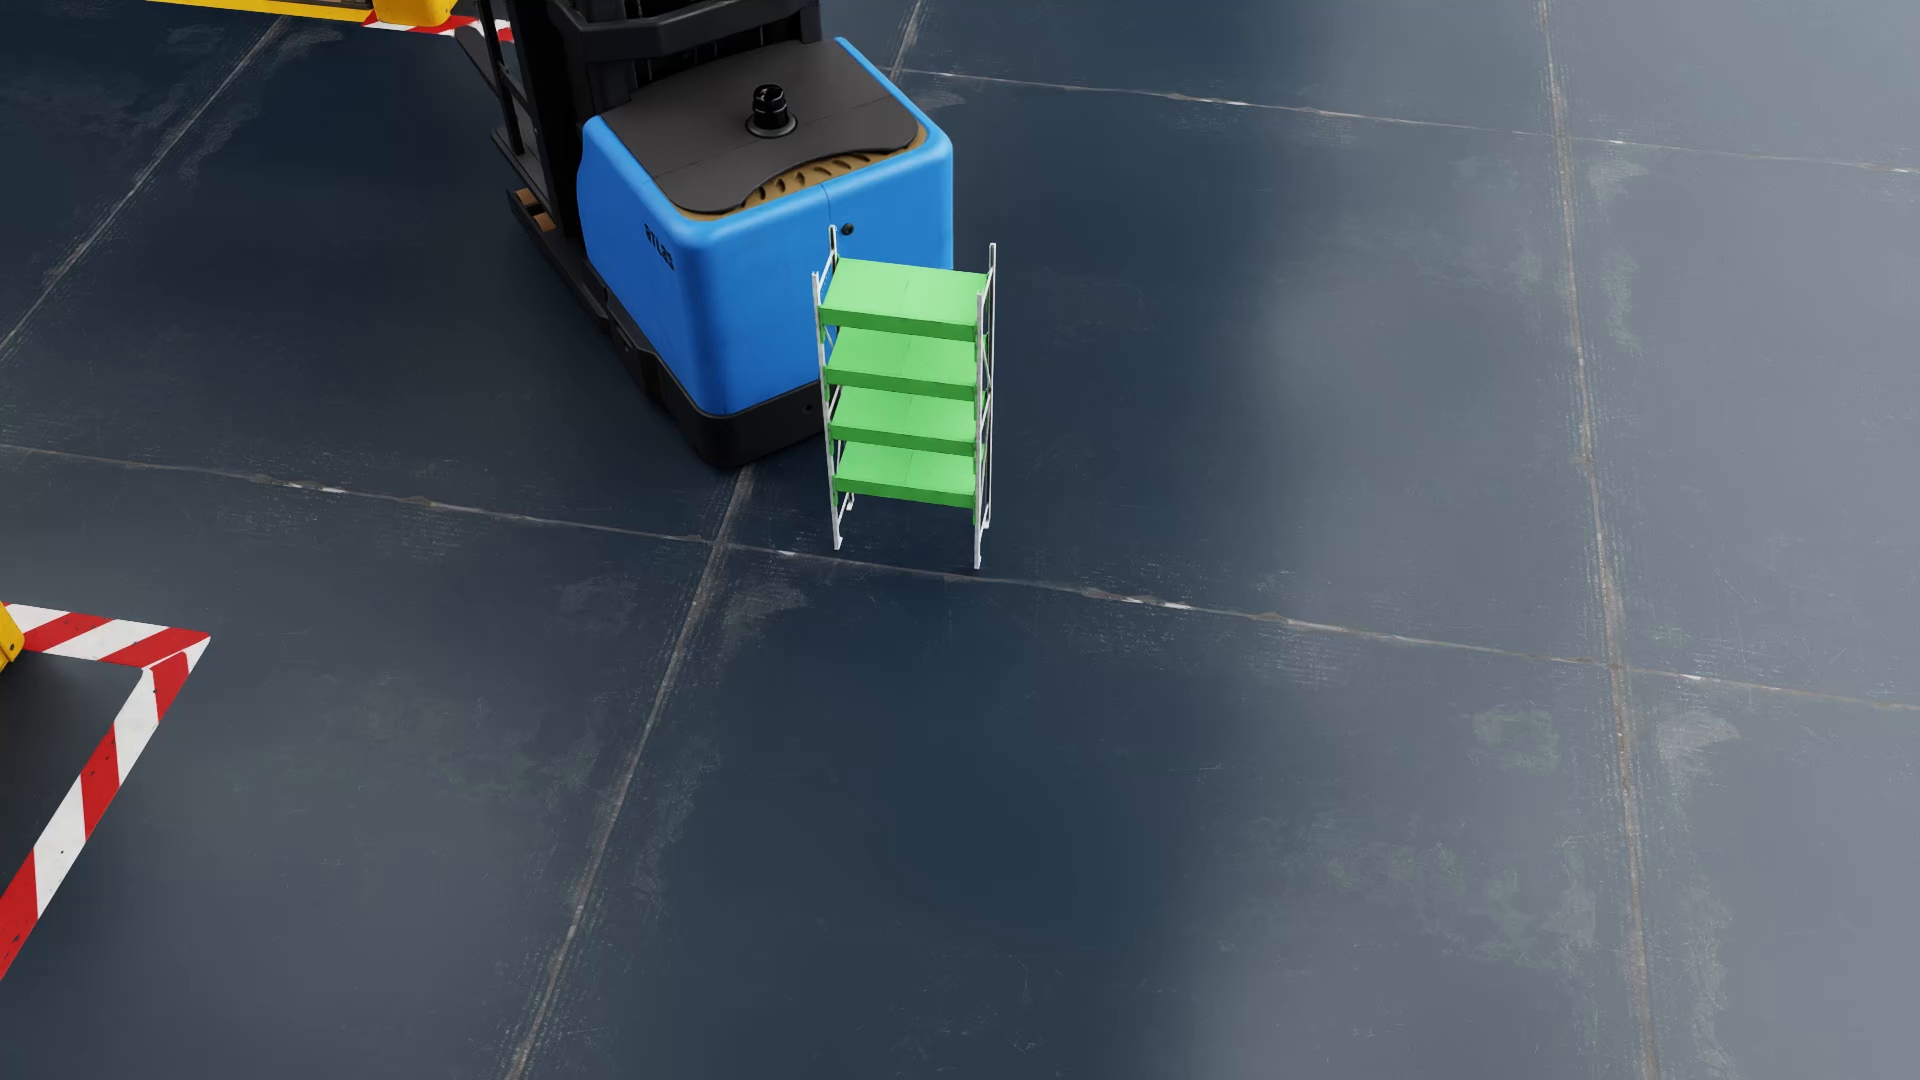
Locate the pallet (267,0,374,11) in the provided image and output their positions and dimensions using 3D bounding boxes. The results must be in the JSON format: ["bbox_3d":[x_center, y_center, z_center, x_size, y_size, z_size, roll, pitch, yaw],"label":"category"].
[{"bbox_3d":[-3.347,-3.076,8.372,1.213,0.211,1.003,8,49,7],"label":"pallet"}]

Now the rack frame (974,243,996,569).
[{"bbox_3d":[0.077,-0.391,5.294,0.015,1.200,0.240,8,49,7],"label":"rack frame"}]

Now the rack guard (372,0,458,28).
[{"bbox_3d":[-2.549,-3.061,8.164,0.348,0.500,1.175,8,49,7],"label":"rack guard"}]

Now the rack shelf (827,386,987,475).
[{"bbox_3d":[-0.163,-0.380,5.371,0.480,0.148,0.258,8,49,7],"label":"rack shelf"}]

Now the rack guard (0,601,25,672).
[{"bbox_3d":[-3.326,0.543,4.926,0.348,0.500,1.175,8,49,7],"label":"rack guard"}]

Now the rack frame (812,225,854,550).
[{"bbox_3d":[-0.403,-0.455,5.352,0.015,1.200,0.240,8,49,7],"label":"rack frame"}]

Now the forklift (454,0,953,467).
[{"bbox_3d":[-1.210,-2.322,5.866,1.130,2.935,3.031,-25,53,-21],"label":"forklift"}]

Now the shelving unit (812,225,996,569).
[{"bbox_3d":[-0.163,-0.423,5.323,0.503,1.200,0.258,8,49,7],"label":"shelving unit"}]

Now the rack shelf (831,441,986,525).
[{"bbox_3d":[-0.163,-0.220,5.549,0.480,0.148,0.258,8,49,7],"label":"rack shelf"}]

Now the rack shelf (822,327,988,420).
[{"bbox_3d":[-0.163,-0.541,5.192,0.480,0.148,0.258,8,49,7],"label":"rack shelf"}]

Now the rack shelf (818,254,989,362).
[{"bbox_3d":[-0.163,-0.701,5.014,0.480,0.148,0.258,8,49,7],"label":"rack shelf"}]
